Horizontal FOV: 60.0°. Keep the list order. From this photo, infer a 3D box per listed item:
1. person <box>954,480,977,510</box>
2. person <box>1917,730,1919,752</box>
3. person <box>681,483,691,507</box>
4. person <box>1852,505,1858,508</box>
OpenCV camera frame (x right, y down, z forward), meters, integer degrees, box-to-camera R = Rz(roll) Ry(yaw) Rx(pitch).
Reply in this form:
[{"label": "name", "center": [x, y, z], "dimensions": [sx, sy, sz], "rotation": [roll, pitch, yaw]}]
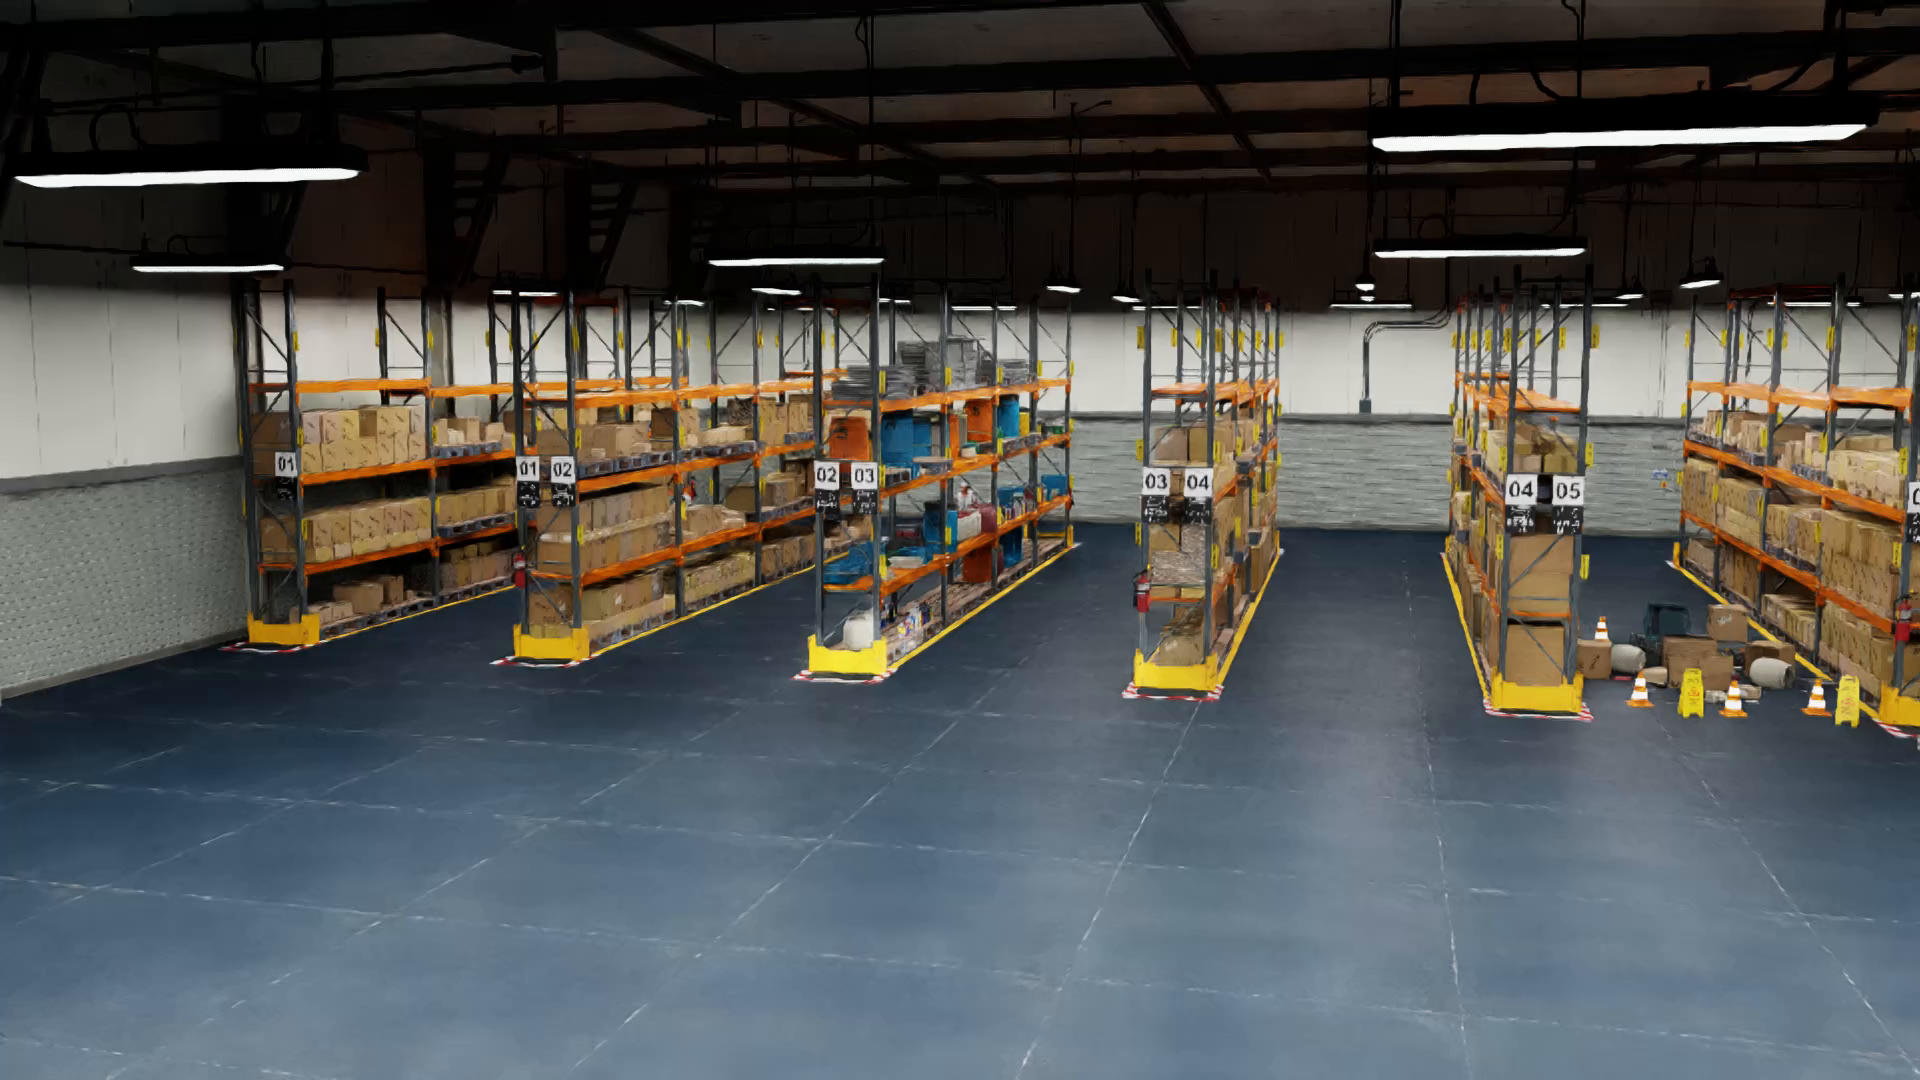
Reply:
[{"label": "person", "center": [0.124, -0.568, 39.280], "dimensions": [0.553, 1.709, 1.123], "rotation": [2, 7, 16]}, {"label": "person", "center": [11.702, 1.786, 19.718], "dimensions": [0.546, 1.695, 1.104], "rotation": [1, 7, 12]}, {"label": "person", "center": [-6.659, -0.594, 39.985], "dimensions": [0.445, 1.587, 1.081], "rotation": [1, 7, 12]}, {"label": "person", "center": [18.210, 0.053, 33.954], "dimensions": [0.597, 1.746, 0.667], "rotation": [5, 8, 35]}]
